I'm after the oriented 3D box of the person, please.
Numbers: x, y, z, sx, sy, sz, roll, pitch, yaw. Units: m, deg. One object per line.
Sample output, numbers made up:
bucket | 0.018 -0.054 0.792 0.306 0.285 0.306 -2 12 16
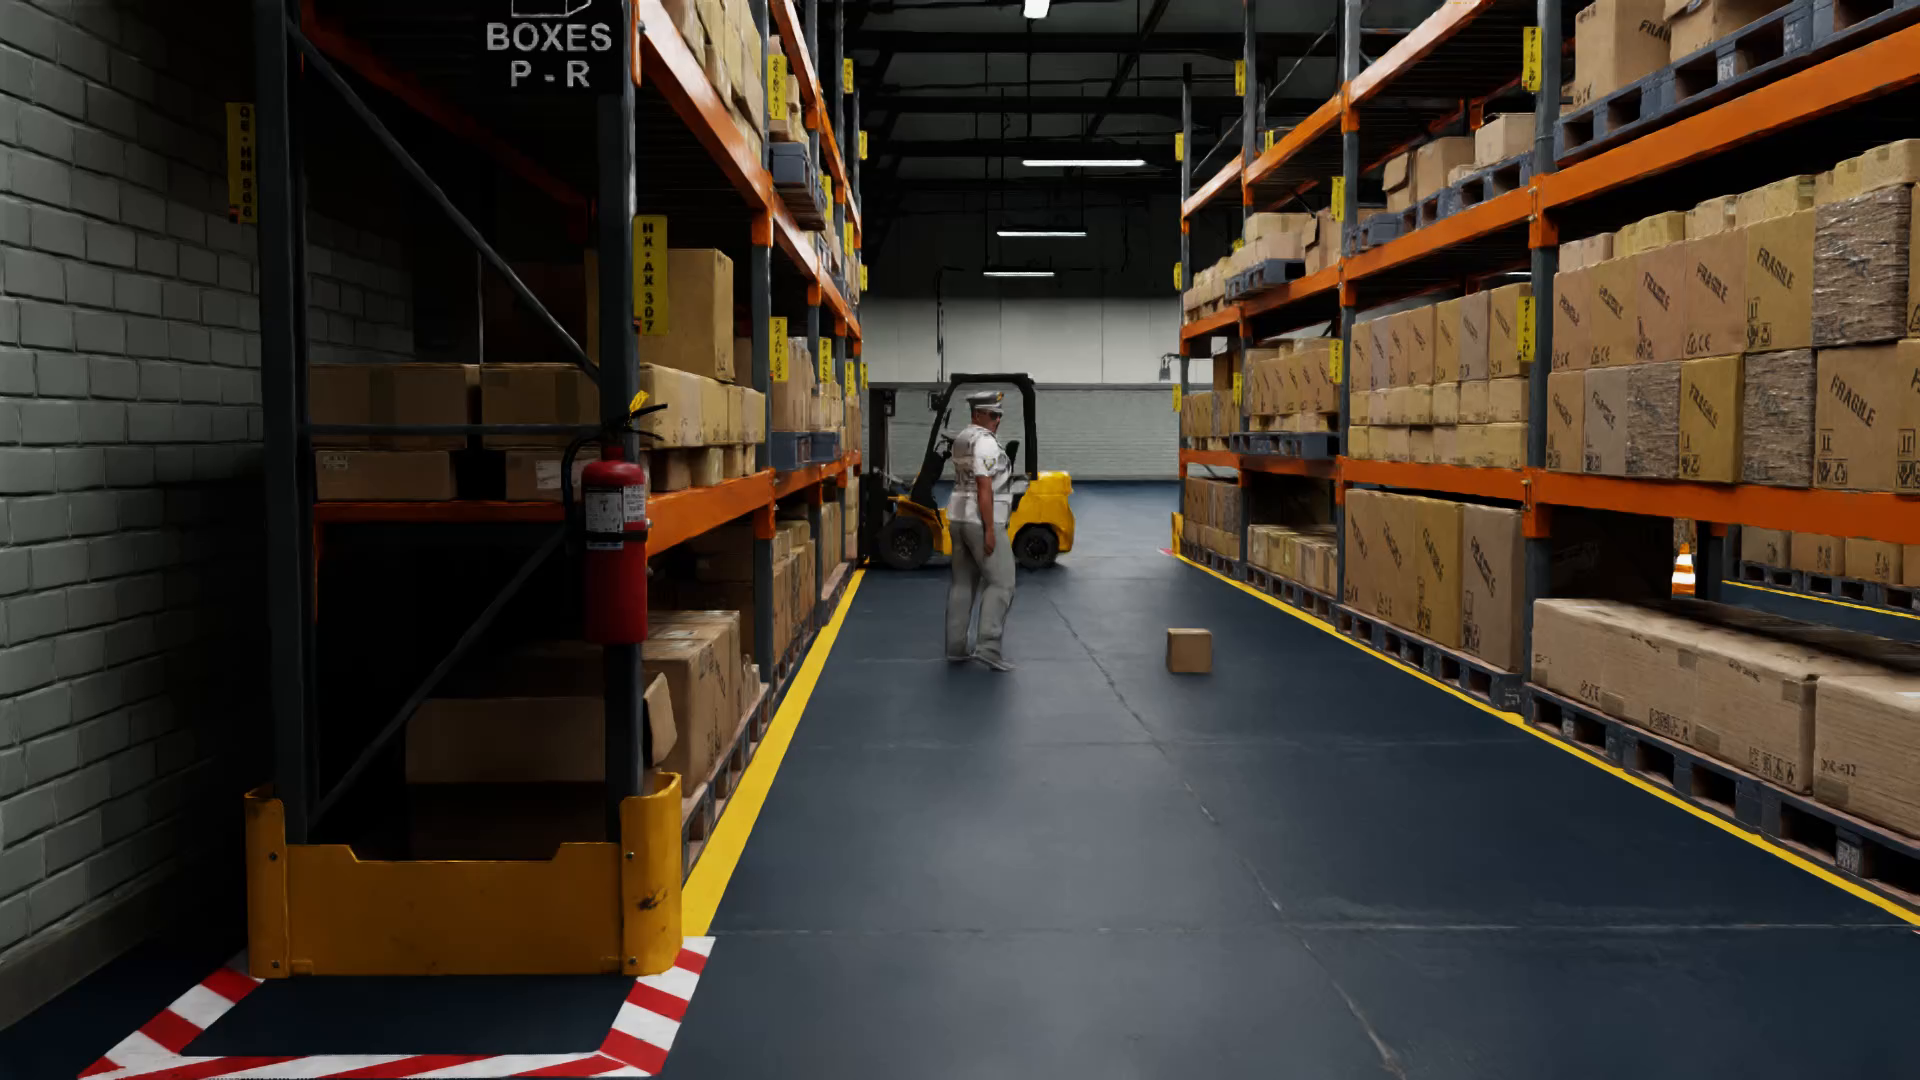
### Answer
person | 0.137 -0.057 10.703 0.452 1.802 0.602 -2 4 -29
